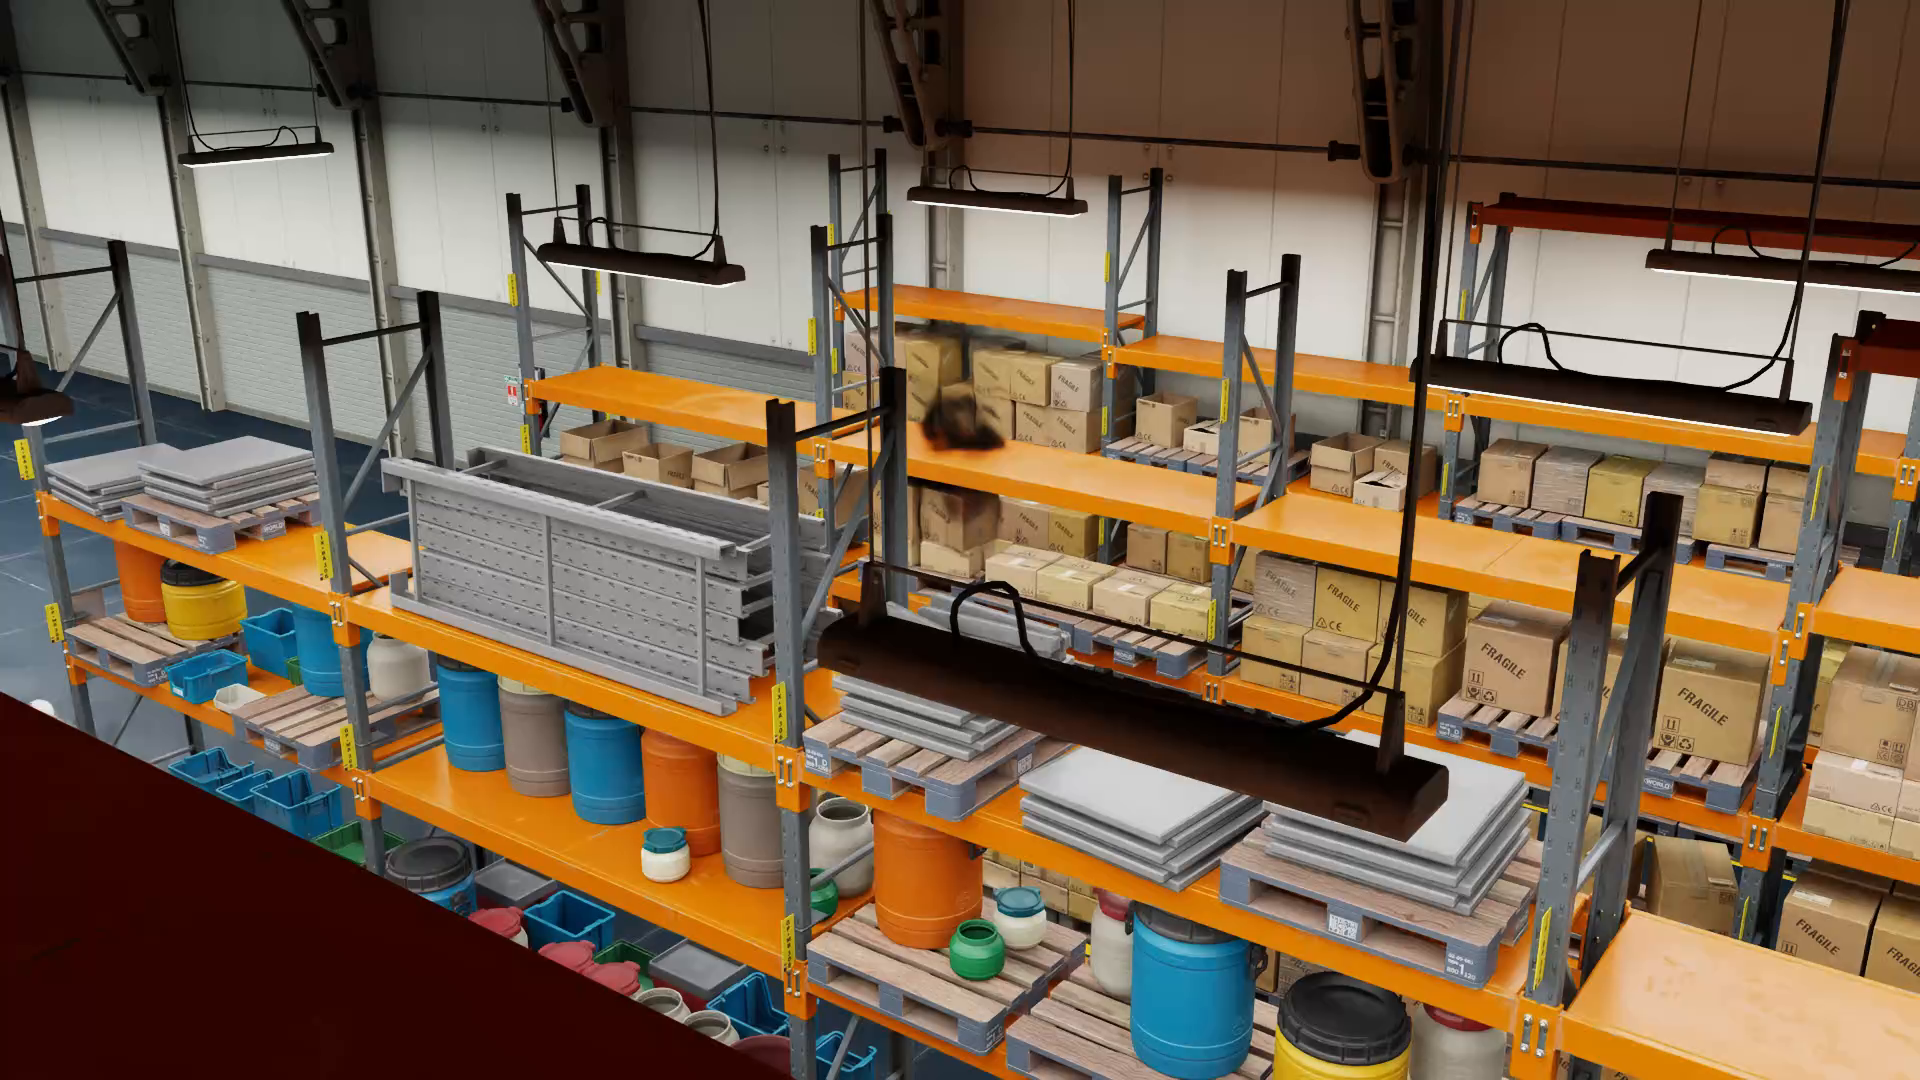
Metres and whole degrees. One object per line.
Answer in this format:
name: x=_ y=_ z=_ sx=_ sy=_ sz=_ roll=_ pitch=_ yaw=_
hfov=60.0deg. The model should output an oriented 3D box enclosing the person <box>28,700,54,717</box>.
person: x=-8.481 y=2.290 z=15.593 sx=0.738 sy=1.746 sz=0.690 roll=-7 pitch=20 yaw=-21
